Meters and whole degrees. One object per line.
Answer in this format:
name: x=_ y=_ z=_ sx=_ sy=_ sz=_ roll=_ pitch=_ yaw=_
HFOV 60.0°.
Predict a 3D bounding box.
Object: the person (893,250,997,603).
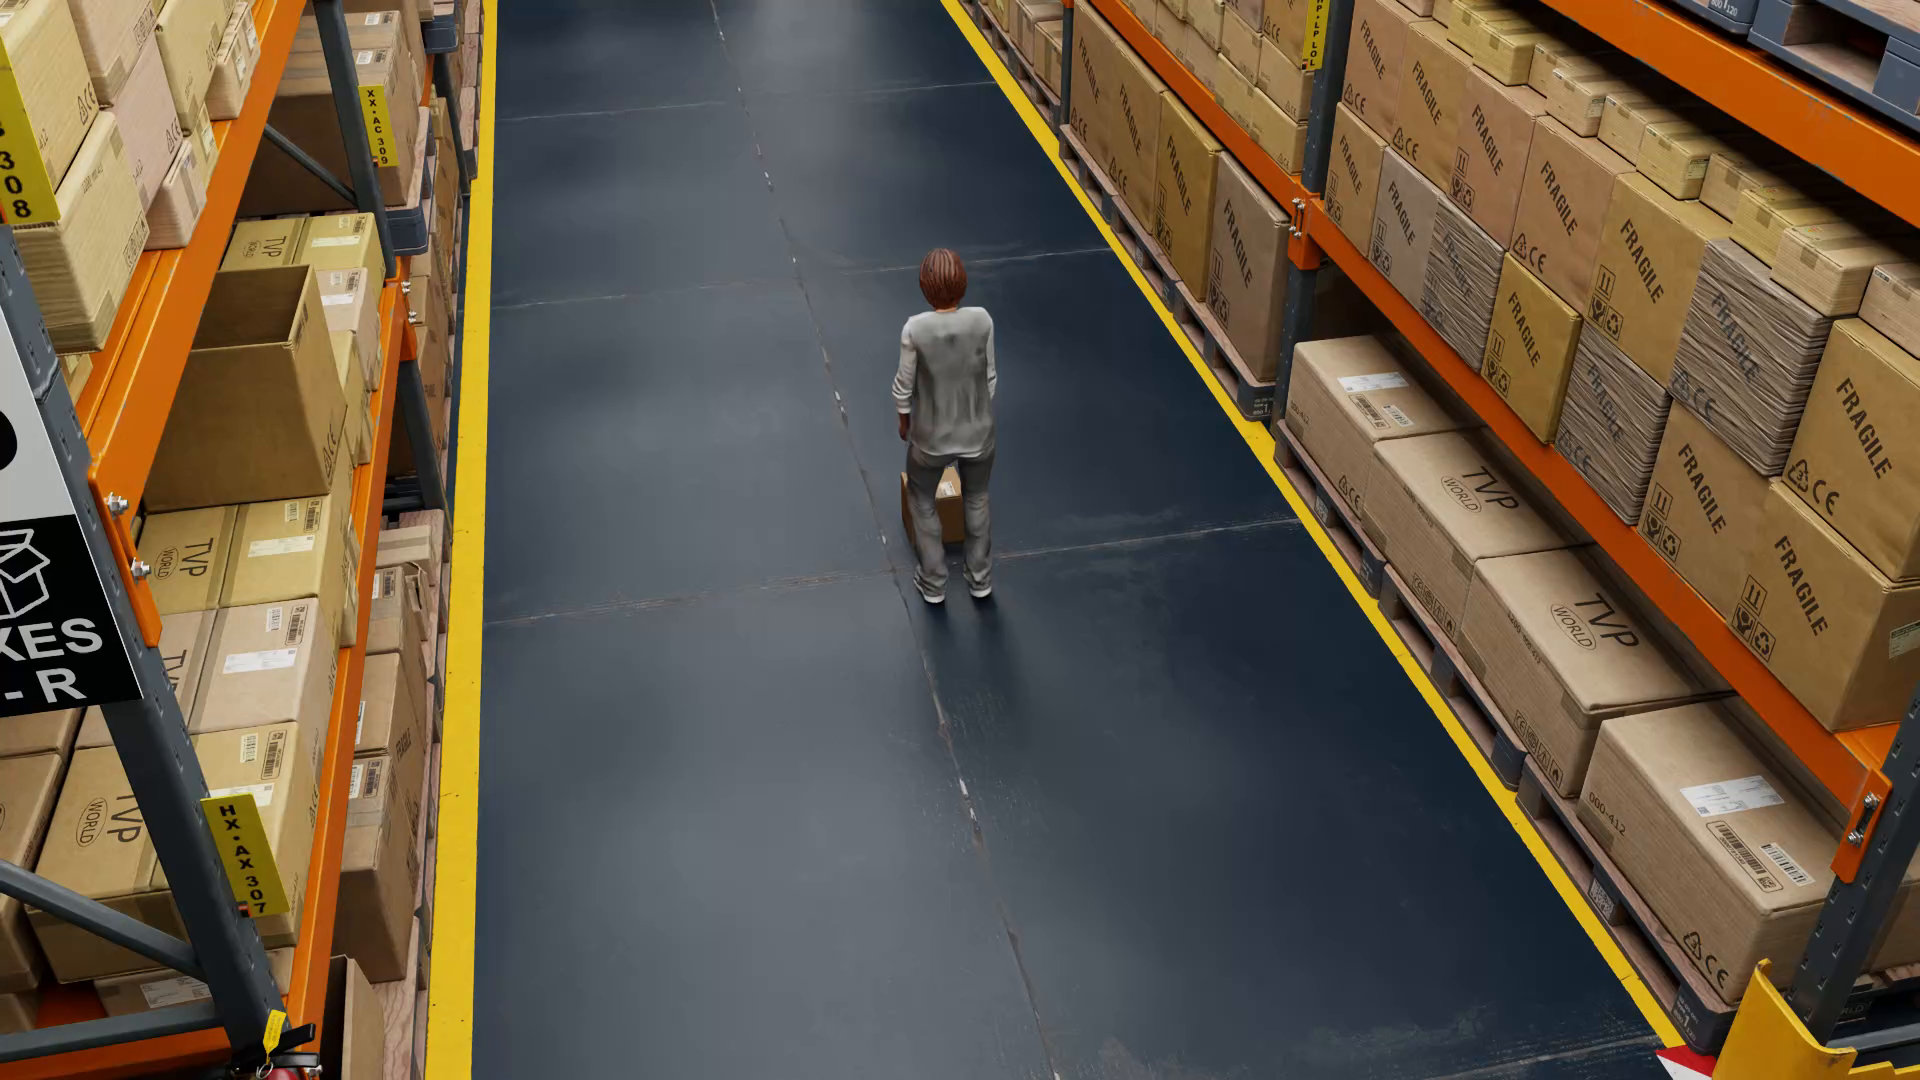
person: x=-0.059 y=-0.421 z=6.808 sx=0.423 sy=1.550 sz=0.368 roll=-7 pitch=35 yaw=-9
